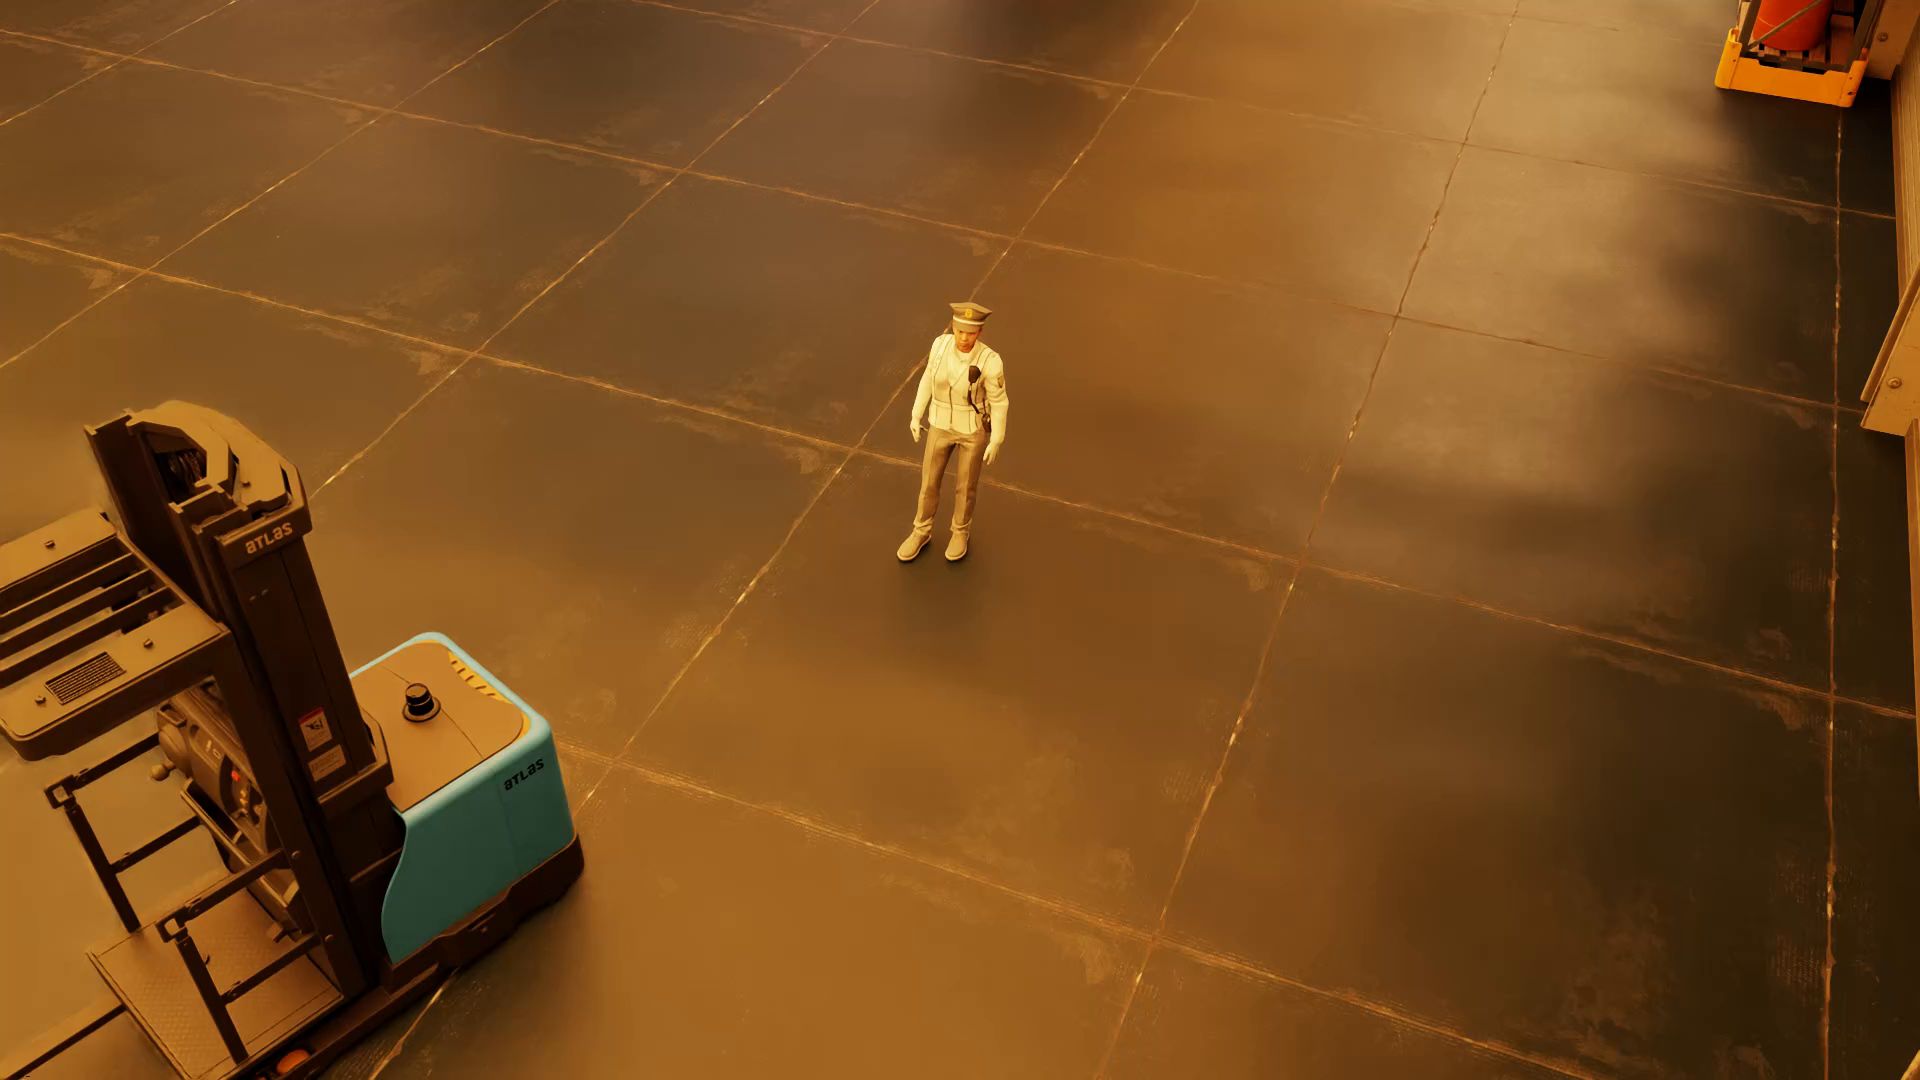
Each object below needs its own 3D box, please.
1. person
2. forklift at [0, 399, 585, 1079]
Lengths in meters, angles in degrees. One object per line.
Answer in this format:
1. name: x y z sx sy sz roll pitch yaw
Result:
1. person: -0.033 -0.616 9.695 0.586 1.694 0.530 15 42 17
2. forklift: -3.241 1.021 6.787 1.130 2.935 3.031 31 49 32
